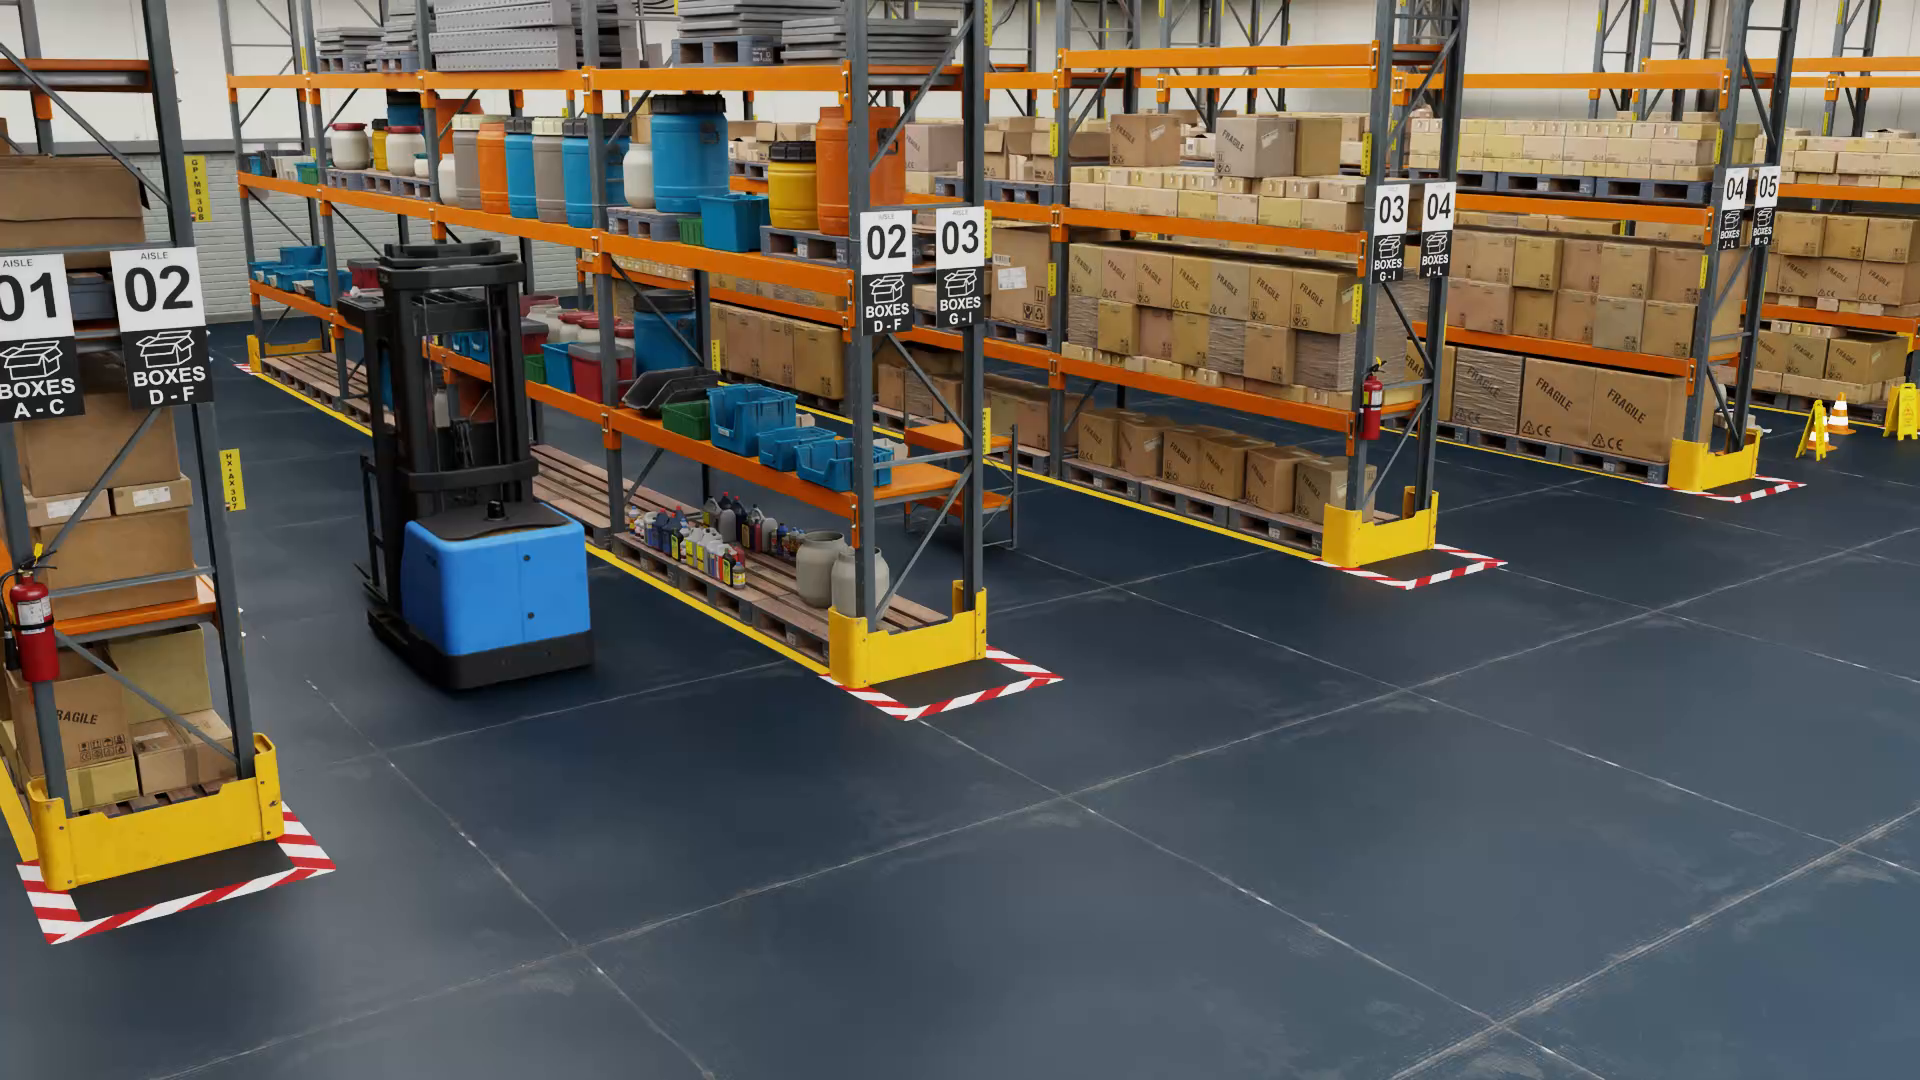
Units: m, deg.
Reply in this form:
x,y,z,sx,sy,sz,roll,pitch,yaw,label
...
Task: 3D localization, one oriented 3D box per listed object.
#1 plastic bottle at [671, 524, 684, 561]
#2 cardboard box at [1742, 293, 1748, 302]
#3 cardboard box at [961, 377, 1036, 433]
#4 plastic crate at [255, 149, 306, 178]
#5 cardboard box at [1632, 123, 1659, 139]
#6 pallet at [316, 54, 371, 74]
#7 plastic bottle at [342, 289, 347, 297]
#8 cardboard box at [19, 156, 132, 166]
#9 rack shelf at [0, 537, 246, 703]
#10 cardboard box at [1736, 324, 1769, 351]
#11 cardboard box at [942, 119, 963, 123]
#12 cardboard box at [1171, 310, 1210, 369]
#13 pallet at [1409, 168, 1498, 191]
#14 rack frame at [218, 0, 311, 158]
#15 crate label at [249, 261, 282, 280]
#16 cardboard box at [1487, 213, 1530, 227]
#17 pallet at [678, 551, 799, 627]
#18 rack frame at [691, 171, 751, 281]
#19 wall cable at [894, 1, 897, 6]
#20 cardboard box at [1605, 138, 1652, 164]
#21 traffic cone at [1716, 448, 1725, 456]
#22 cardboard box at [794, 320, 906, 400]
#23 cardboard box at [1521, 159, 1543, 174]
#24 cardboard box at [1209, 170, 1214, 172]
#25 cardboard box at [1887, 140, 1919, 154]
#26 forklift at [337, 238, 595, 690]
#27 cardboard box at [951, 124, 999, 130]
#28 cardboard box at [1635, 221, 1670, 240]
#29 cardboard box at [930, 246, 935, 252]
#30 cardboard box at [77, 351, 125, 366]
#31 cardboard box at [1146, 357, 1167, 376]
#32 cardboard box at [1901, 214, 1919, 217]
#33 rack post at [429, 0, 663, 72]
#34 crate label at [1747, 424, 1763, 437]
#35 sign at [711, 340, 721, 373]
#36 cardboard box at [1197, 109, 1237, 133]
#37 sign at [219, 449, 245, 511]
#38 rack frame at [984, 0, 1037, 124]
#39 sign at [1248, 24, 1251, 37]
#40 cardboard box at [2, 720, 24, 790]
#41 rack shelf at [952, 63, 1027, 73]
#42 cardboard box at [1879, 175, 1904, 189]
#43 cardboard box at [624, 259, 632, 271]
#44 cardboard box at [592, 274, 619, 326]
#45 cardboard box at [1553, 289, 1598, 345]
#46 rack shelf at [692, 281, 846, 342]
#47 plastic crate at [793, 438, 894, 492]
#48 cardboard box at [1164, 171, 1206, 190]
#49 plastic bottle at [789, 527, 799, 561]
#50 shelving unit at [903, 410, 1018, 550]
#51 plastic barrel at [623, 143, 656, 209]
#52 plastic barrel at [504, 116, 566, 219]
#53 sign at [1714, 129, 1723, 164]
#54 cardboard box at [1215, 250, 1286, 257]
x,y,z,sx,sy,sz,roll,pitch,yaw,label
-2.315,0.020,13.633,0.061,0.283,0.133,-10,18,-32,plastic bottle
10.235,-3.141,21.347,0.380,0.149,0.250,-11,19,-35,cardboard box
0.440,-1.531,18.888,0.700,0.500,0.500,-13,20,-39,cardboard box
-9.008,-5.007,22.124,0.504,0.338,0.767,-11,19,-35,plastic crate
7.032,-4.148,16.848,0.380,0.149,0.250,-10,18,-34,cardboard box
-6.821,-5.543,19.396,1.003,0.211,1.213,-11,19,-35,pallet
-7.462,-2.904,20.226,0.061,0.283,0.133,-11,19,-35,plastic bottle
-5.041,-1.937,9.538,0.500,0.500,0.500,-11,19,-35,cardboard box
-5.462,0.145,10.225,1.077,0.370,4.000,-11,19,-35,rack shelf
10.150,-2.550,21.705,0.500,0.500,0.500,-10,18,-32,cardboard box
-0.060,-6.629,26.515,0.380,0.149,0.250,-10,18,-33,cardboard box
2.494,-1.935,15.711,0.875,0.500,0.500,-11,19,-35,cardboard box
5.922,-4.141,19.011,1.003,0.211,1.213,-11,19,-35,pallet
-9.684,-6.853,23.067,1.000,3.000,0.127,-11,19,-35,rack frame
-9.805,-3.803,23.494,0.416,0.233,0.303,-11,19,-35,crate label
8.037,-4.490,24.249,0.500,0.500,0.500,-12,19,-37,cardboard box
-1.546,0.359,13.365,1.003,0.211,1.213,-11,19,-35,pallet
-3.326,-3.874,23.547,1.000,3.000,0.127,-11,19,-35,rack frame
-1.234,-10.331,35.774,0.463,3.000,0.029,-11,19,-35,wall cable
6.994,-3.996,17.049,0.500,0.250,0.500,-11,19,-34,cardboard box
8.637,-1.170,18.474,0.336,0.463,0.334,-11,19,-35,traffic cone
-1.363,-2.348,21.202,1.225,0.875,0.875,-12,19,-37,cardboard box
6.283,-4.035,17.945,0.380,0.149,0.250,-11,19,-34,cardboard box
2.582,-3.427,15.762,0.380,0.149,0.250,-10,18,-32,cardboard box
11.187,-4.647,19.657,0.380,0.149,0.250,-10,18,-34,cardboard box
-3.812,-0.738,12.221,1.130,2.935,3.031,-10,18,-33,forklift
0.098,-4.477,18.932,0.500,0.500,0.500,-10,18,-34,cardboard box
9.477,-4.250,22.275,0.700,0.500,0.500,-11,19,-35,cardboard box
-0.276,-4.742,27.196,0.380,0.149,0.250,-12,19,-37,cardboard box
-5.192,-0.780,9.598,0.700,0.500,0.500,-11,19,-34,cardboard box
2.016,-1.689,16.040,0.380,0.149,0.250,-11,19,-35,cardboard box
14.317,-4.800,24.950,0.380,0.149,0.250,-11,19,-36,cardboard box
-3.856,-4.794,15.166,1.013,1.000,3.121,-11,19,-35,rack post
9.239,-1.274,19.471,0.298,0.136,0.250,7,17,23,crate label
-2.177,-1.613,14.764,0.100,0.325,0.005,-11,19,-35,sign
4.514,-7.316,29.268,0.500,0.500,0.500,-10,18,-34,cardboard box
-3.833,-0.315,8.755,0.100,0.325,0.005,-11,19,-35,sign
0.745,-7.516,25.490,1.000,3.000,0.127,-11,19,-35,rack frame
5.912,-10.335,33.873,0.100,0.325,0.005,-11,19,-35,sign
-5.144,1.176,9.512,0.500,0.250,0.500,-11,19,-35,cardboard box
-0.431,-7.594,27.145,1.077,0.370,4.000,-11,19,-35,rack shelf
11.137,-4.256,19.738,0.380,0.149,0.250,-11,19,-34,cardboard box
-4.831,-4.151,25.038,0.380,0.149,0.250,-11,19,-36,cardboard box
-5.237,-3.781,26.439,0.875,0.875,0.875,-11,19,-35,cardboard box
6.978,-2.457,18.088,0.875,0.550,0.550,-11,19,-35,cardboard box
-2.150,-3.100,22.082,1.077,0.370,4.000,-11,19,-35,rack shelf
-0.813,-0.531,11.617,0.499,0.251,0.616,-11,19,-35,plastic crate
2.117,-3.342,15.453,0.380,0.149,0.250,-11,19,-36,cardboard box
-1.351,0.031,13.615,0.097,0.271,0.097,0,15,0,plastic bottle
-0.004,-0.544,14.933,0.538,1.125,1.048,-11,19,-35,shelving unit
-2.534,-2.978,13.584,0.421,0.512,0.421,0,15,0,plastic barrel
-3.872,-3.439,15.329,0.600,0.901,0.708,-11,19,-35,plastic barrel
7.354,-3.814,16.120,0.100,0.325,0.005,-11,19,-35,sign
2.744,-2.465,15.754,0.500,0.500,0.500,-11,19,-35,cardboard box
